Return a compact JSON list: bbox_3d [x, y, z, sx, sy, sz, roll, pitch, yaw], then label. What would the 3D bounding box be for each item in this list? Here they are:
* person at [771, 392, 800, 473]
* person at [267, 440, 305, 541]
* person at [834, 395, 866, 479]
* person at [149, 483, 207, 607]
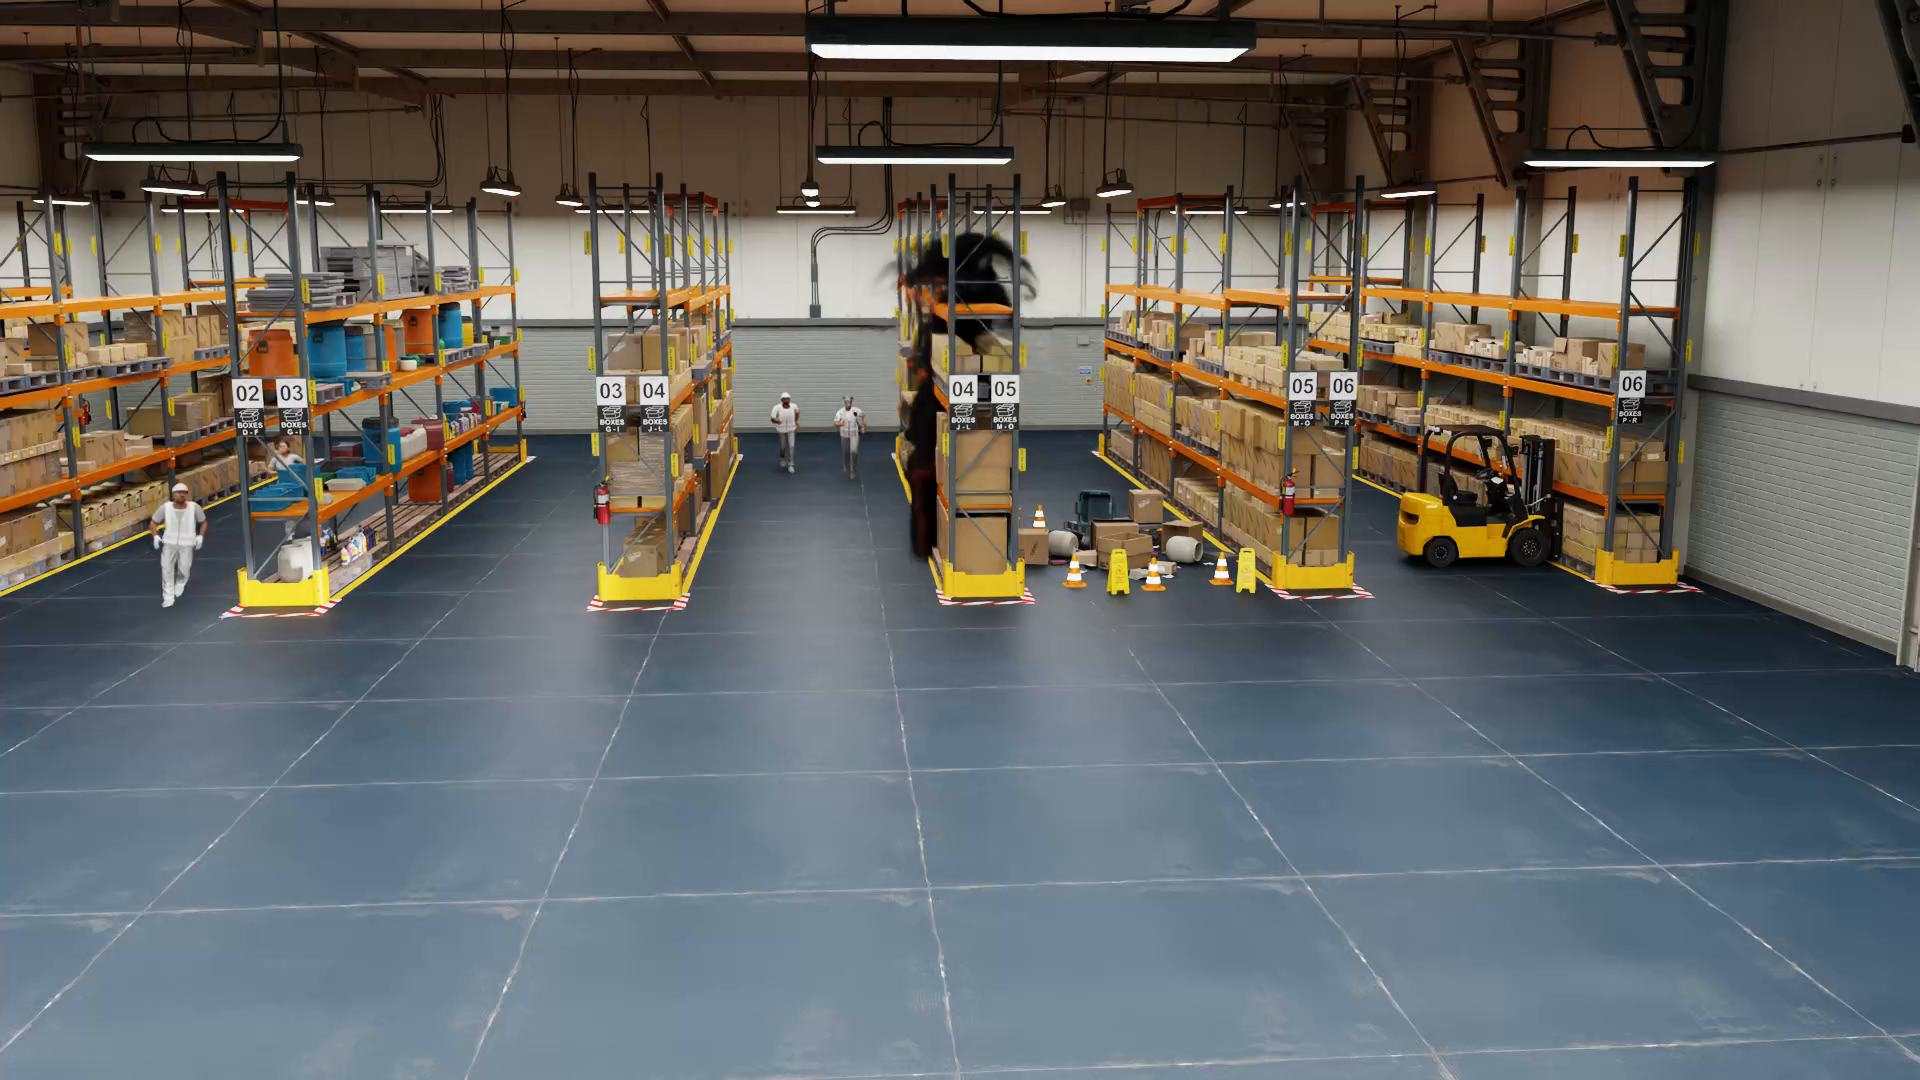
[{"bbox_3d":[-3.926,-2.451,37.411,0.663,1.764,0.980,-2,10,-10],"label":"person"},{"bbox_3d":[-11.671,-0.926,28.877,0.583,1.649,0.825,-1,10,-5],"label":"person"},{"bbox_3d":[-2.405,-2.262,36.464,0.672,1.843,0.924,1,10,3],"label":"person"},{"bbox_3d":[-11.022,0.058,23.482,0.733,1.727,0.553,-4,11,-21],"label":"person"}]
